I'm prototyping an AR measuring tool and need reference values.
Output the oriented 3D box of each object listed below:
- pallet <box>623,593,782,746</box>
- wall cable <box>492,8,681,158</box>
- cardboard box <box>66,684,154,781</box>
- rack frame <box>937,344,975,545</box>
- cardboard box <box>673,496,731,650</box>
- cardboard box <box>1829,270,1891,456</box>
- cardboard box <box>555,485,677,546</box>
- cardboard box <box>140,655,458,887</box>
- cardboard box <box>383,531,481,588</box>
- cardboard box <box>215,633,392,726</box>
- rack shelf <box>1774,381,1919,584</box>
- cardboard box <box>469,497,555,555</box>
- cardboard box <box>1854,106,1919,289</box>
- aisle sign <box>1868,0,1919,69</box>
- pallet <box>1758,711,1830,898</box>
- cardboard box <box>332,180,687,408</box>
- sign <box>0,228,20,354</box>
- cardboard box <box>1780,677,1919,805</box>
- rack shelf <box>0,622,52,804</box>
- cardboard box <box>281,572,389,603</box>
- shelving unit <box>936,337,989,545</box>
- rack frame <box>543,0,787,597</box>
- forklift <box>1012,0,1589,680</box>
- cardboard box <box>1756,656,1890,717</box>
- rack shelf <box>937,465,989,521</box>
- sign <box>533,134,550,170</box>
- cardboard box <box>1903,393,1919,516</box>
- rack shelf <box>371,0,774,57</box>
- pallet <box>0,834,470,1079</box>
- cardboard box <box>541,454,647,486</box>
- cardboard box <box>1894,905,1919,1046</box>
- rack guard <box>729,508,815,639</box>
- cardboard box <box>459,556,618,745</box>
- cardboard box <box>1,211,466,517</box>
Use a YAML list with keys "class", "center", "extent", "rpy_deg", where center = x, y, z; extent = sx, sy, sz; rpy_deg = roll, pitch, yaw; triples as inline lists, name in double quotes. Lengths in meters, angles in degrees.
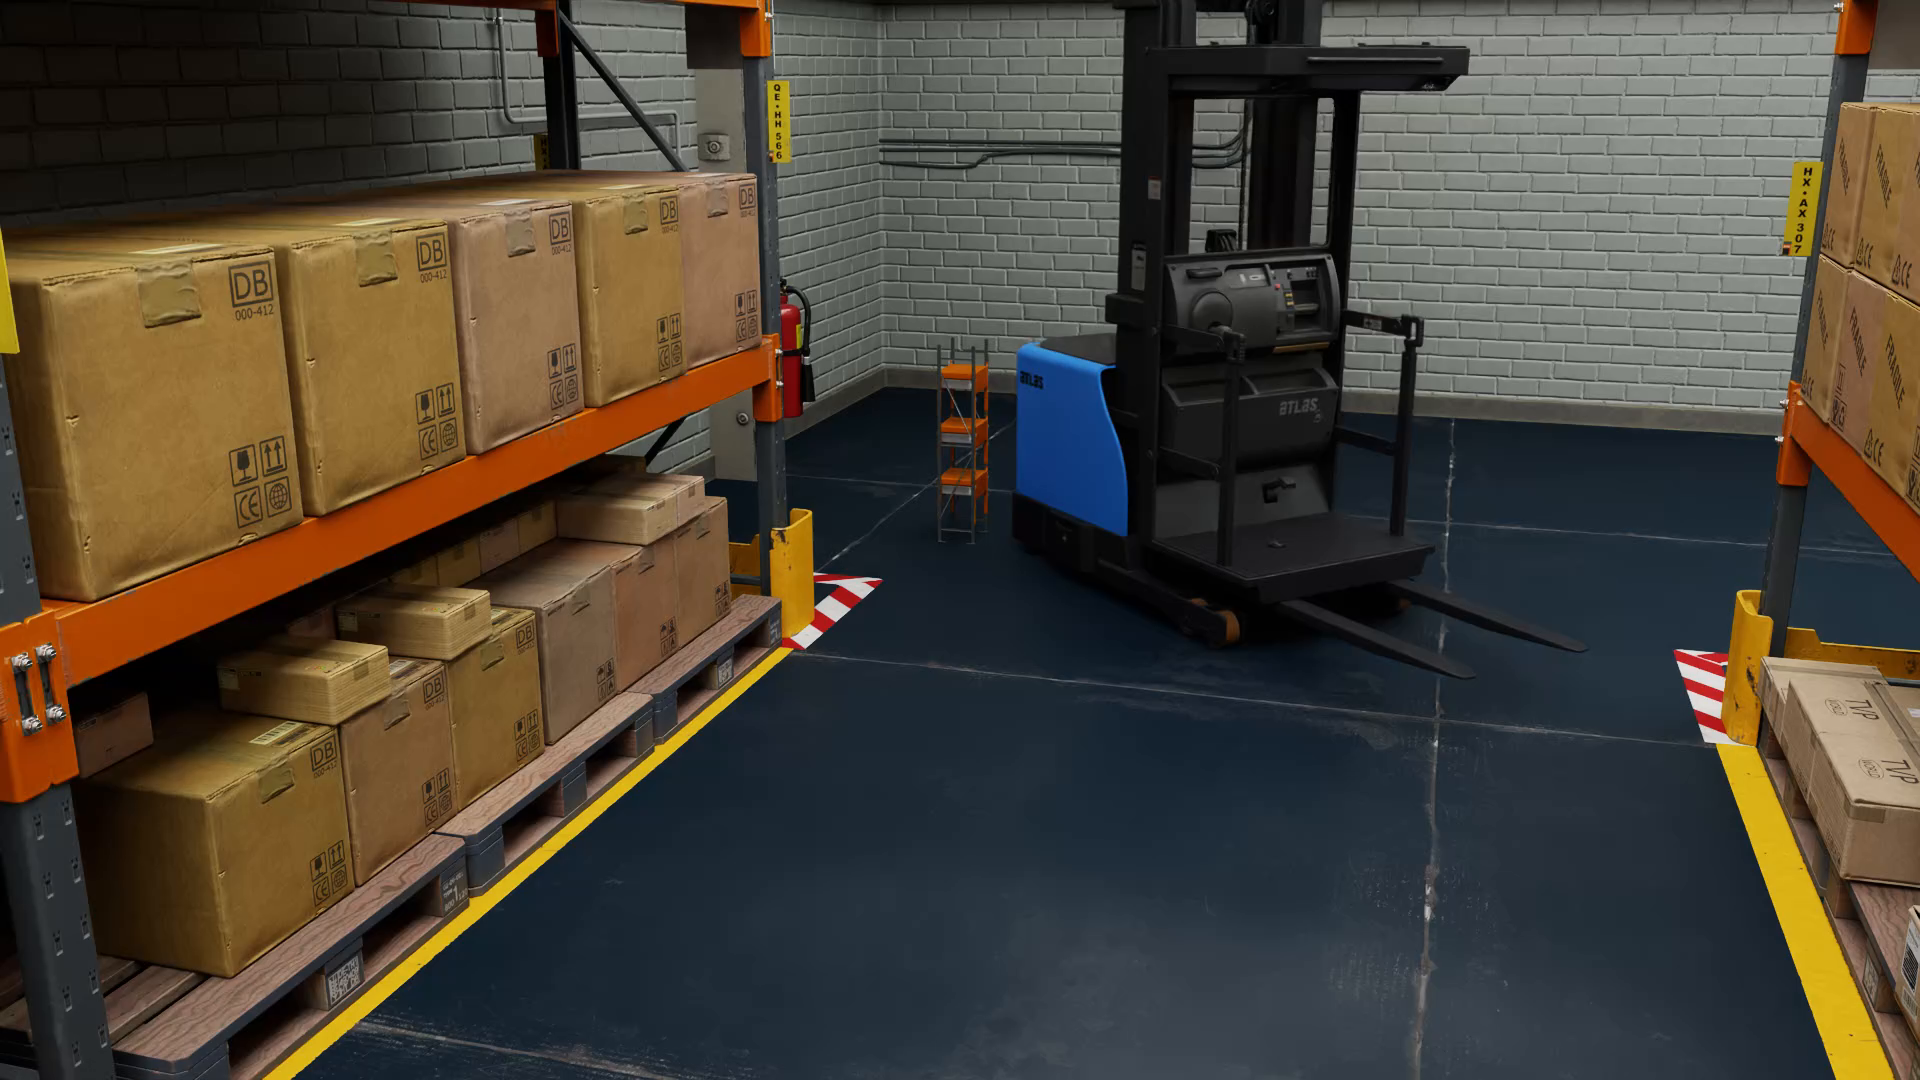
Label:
- class: "pallet"
  center: [-1.413, 0.467, 6.795]
  extent: [1.003, 0.211, 1.213]
  rpy_deg: [5, 16, 16]
- class: "wall cable"
  center: [-1.804, -1.987, 8.475]
  extent: [0.084, 1.984, 1.851]
  rpy_deg: [5, 16, 16]
- class: "cardboard box"
  center: [-2.319, 0.480, 4.262]
  extent: [0.380, 0.149, 0.250]
  rpy_deg: [5, 16, 16]
- class: "rack frame"
  center: [-0.019, -0.487, 8.623]
  extent: [0.200, 1.050, 0.008]
  rpy_deg: [5, 16, 16]
- class: "cardboard box"
  center: [-1.364, 0.102, 6.784]
  extent: [0.700, 0.500, 0.500]
  rpy_deg: [5, 16, 16]
- class: "cardboard box"
  center: [2.969, -0.523, 4.995]
  extent: [0.500, 0.500, 0.500]
  rpy_deg: [4, 16, 15]
- class: "cardboard box"
  center: [-1.298, -0.096, 6.292]
  extent: [0.380, 0.149, 0.250]
  rpy_deg: [5, 17, 17]
- class: "cardboard box"
  center: [-1.941, 0.639, 4.892]
  extent: [0.700, 0.500, 0.500]
  rpy_deg: [4, 16, 15]
- class: "cardboard box"
  center: [-1.879, 0.073, 5.696]
  extent: [0.380, 0.149, 0.250]
  rpy_deg: [5, 17, 16]
- class: "cardboard box"
  center: [-1.815, 0.382, 4.607]
  extent: [0.380, 0.149, 0.250]
  rpy_deg: [5, 17, 18]
- class: "rack shelf"
  center: [2.921, 0.163, 4.076]
  extent: [1.077, 0.370, 4.000]
  rpy_deg: [5, 16, 16]
- class: "cardboard box"
  center: [-1.735, -0.060, 6.168]
  extent: [0.380, 0.149, 0.250]
  rpy_deg: [5, 17, 16]
- class: "cardboard box"
  center: [2.969, -1.003, 4.851]
  extent: [0.500, 0.500, 0.500]
  rpy_deg: [5, 17, 16]
- class: "aisle sign"
  center: [3.227, -1.998, 5.611]
  extent: [0.394, 0.787, 0.004]
  rpy_deg: [5, 16, 16]
- class: "pallet"
  center: [3.242, 0.864, 5.398]
  extent: [1.003, 0.211, 1.213]
  rpy_deg: [5, 16, 16]
- class: "cardboard box"
  center: [-1.593, -0.908, 5.985]
  extent: [0.980, 0.700, 0.700]
  rpy_deg: [4, 16, 15]
- class: "sign"
  center: [-1.875, -0.522, 3.198]
  extent: [0.100, 0.325, 0.005]
  rpy_deg: [5, 16, 16]
- class: "cardboard box"
  center: [2.921, 0.656, 5.253]
  extent: [0.500, 0.250, 0.500]
  rpy_deg: [5, 16, 16]
- class: "rack shelf"
  center: [-2.966, 0.826, 1.738]
  extent: [1.077, 0.370, 4.000]
  rpy_deg: [5, 16, 16]
- class: "cardboard box"
  center: [-2.024, 0.207, 5.224]
  extent: [0.380, 0.149, 0.250]
  rpy_deg: [5, 17, 16]
- class: "shelving unit"
  center: [0.015, -0.519, 8.735]
  extent: [0.215, 1.050, 0.252]
  rpy_deg: [5, 16, 16]
- class: "rack frame"
  center: [-1.261, -1.090, 7.174]
  extent: [1.000, 3.000, 0.127]
  rpy_deg: [5, 16, 16]
- class: "forklift"
  center: [1.431, -1.084, 7.281]
  extent: [1.130, 2.935, 3.031]
  rpy_deg: [-9, 18, -28]
- class: "cardboard box"
  center: [3.041, 0.536, 5.860]
  extent: [0.380, 0.149, 0.250]
  rpy_deg: [5, 16, 16]
- class: "rack shelf"
  center: [0.015, -0.242, 8.814]
  extent: [0.215, 0.259, 0.240]
  rpy_deg: [5, 16, 16]
- class: "sign"
  center: [-1.792, -1.589, 7.202]
  extent: [0.100, 0.325, 0.005]
  rpy_deg: [5, 16, 16]
- class: "cardboard box"
  center: [2.680, -0.262, 4.072]
  extent: [0.500, 0.500, 0.500]
  rpy_deg: [5, 17, 17]
- class: "rack shelf"
  center: [-1.830, -1.663, 5.018]
  extent: [1.077, 0.370, 4.000]
  rpy_deg: [5, 16, 16]
- class: "pallet"
  center: [-2.107, 1.106, 4.545]
  extent: [1.003, 0.211, 1.213]
  rpy_deg: [5, 16, 16]
- class: "cardboard box"
  center: [-1.520, -0.258, 6.866]
  extent: [0.380, 0.149, 0.250]
  rpy_deg: [5, 17, 16]
- class: "cardboard box"
  center: [2.456, 1.055, 3.735]
  extent: [0.500, 0.311, 0.500]
  rpy_deg: [5, 16, 16]
- class: "rack guard"
  center: [-1.254, 0.107, 7.537]
  extent: [1.175, 0.500, 0.348]
  rpy_deg: [5, 16, 16]
- class: "cardboard box"
  center: [-1.649, 0.364, 5.859]
  extent: [0.700, 0.500, 0.500]
  rpy_deg: [4, 16, 14]
- class: "cardboard box"
  center: [-2.015, -0.519, 4.611]
  extent: [0.980, 0.700, 0.700]
  rpy_deg: [4, 16, 14]
